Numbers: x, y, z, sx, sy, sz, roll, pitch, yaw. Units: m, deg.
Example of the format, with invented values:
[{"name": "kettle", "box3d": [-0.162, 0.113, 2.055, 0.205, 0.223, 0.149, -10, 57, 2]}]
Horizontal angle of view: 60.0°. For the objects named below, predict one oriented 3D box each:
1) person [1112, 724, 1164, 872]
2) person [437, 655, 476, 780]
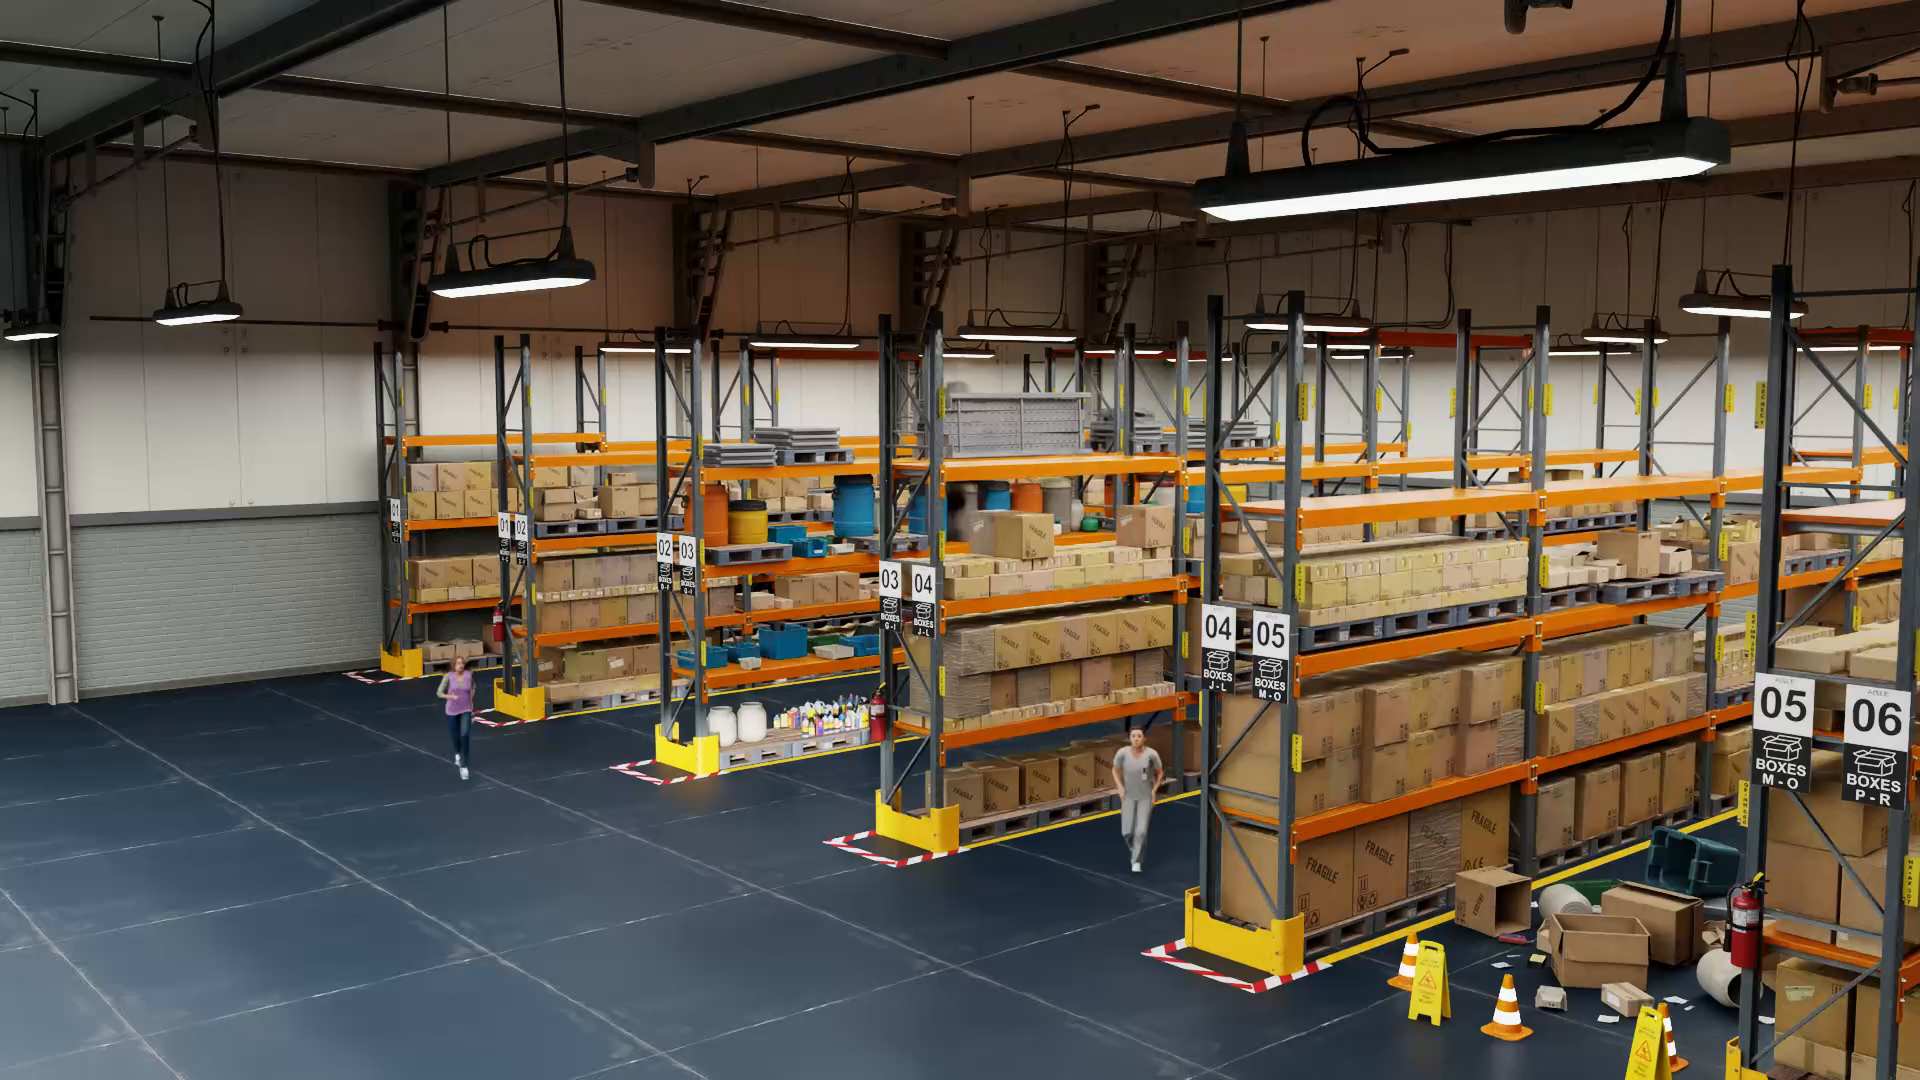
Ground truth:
[{"name": "person", "box3d": [1.910, 2.749, 17.865, 0.557, 1.605, 0.580, 1, 5, 12]}, {"name": "person", "box3d": [-6.743, 2.337, 22.309, 0.522, 1.619, 0.816, -2, 6, -21]}]
